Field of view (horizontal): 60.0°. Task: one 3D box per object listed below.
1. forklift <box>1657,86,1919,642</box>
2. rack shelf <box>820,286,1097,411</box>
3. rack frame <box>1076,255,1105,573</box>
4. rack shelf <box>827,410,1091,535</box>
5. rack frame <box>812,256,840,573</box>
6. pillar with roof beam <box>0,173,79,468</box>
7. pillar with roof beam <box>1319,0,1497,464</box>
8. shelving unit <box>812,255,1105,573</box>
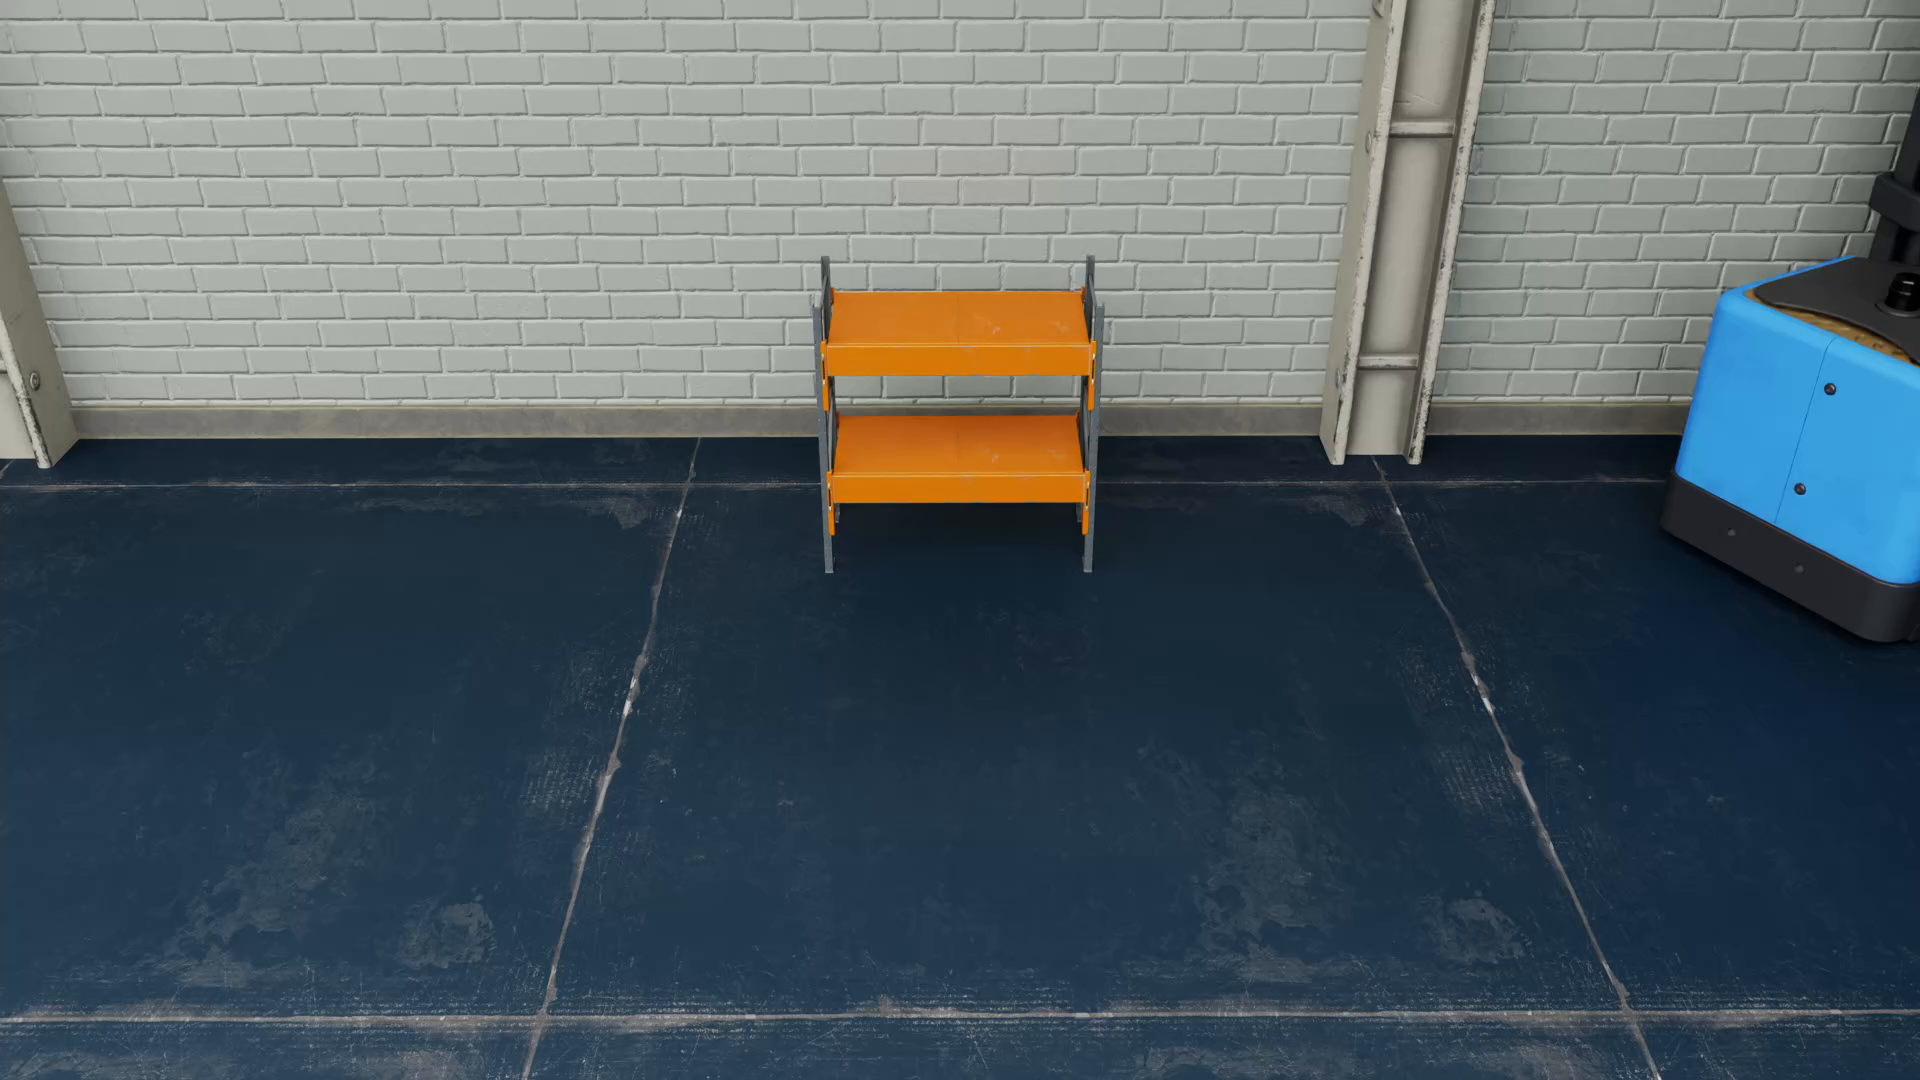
[{"bbox_3d":[4.357,-1.428,6.278,3.031,2.935,1.130,-17,35,-25],"label":"forklift"},{"bbox_3d":[-0.007,-0.731,6.306,1.000,0.278,0.538,0,31,0],"label":"rack shelf"},{"bbox_3d":[0.502,-0.482,6.461,0.032,1.125,0.500,0,31,0],"label":"rack frame"},{"bbox_3d":[-0.007,-0.272,6.585,1.000,0.278,0.538,0,31,0],"label":"rack shelf"},{"bbox_3d":[-0.515,-0.479,6.456,0.032,1.125,0.500,0,31,0],"label":"rack frame"},{"bbox_3d":[-4.147,-2.008,1.385,0.400,9.000,9.100,0,31,0],"label":"pillar with roof beam"},{"bbox_3d":[1.853,-2.027,1.416,0.400,9.000,9.100,0,31,0],"label":"pillar with roof beam"},{"bbox_3d":[-0.007,-0.481,6.458,1.048,1.125,0.538,0,31,0],"label":"shelving unit"}]
